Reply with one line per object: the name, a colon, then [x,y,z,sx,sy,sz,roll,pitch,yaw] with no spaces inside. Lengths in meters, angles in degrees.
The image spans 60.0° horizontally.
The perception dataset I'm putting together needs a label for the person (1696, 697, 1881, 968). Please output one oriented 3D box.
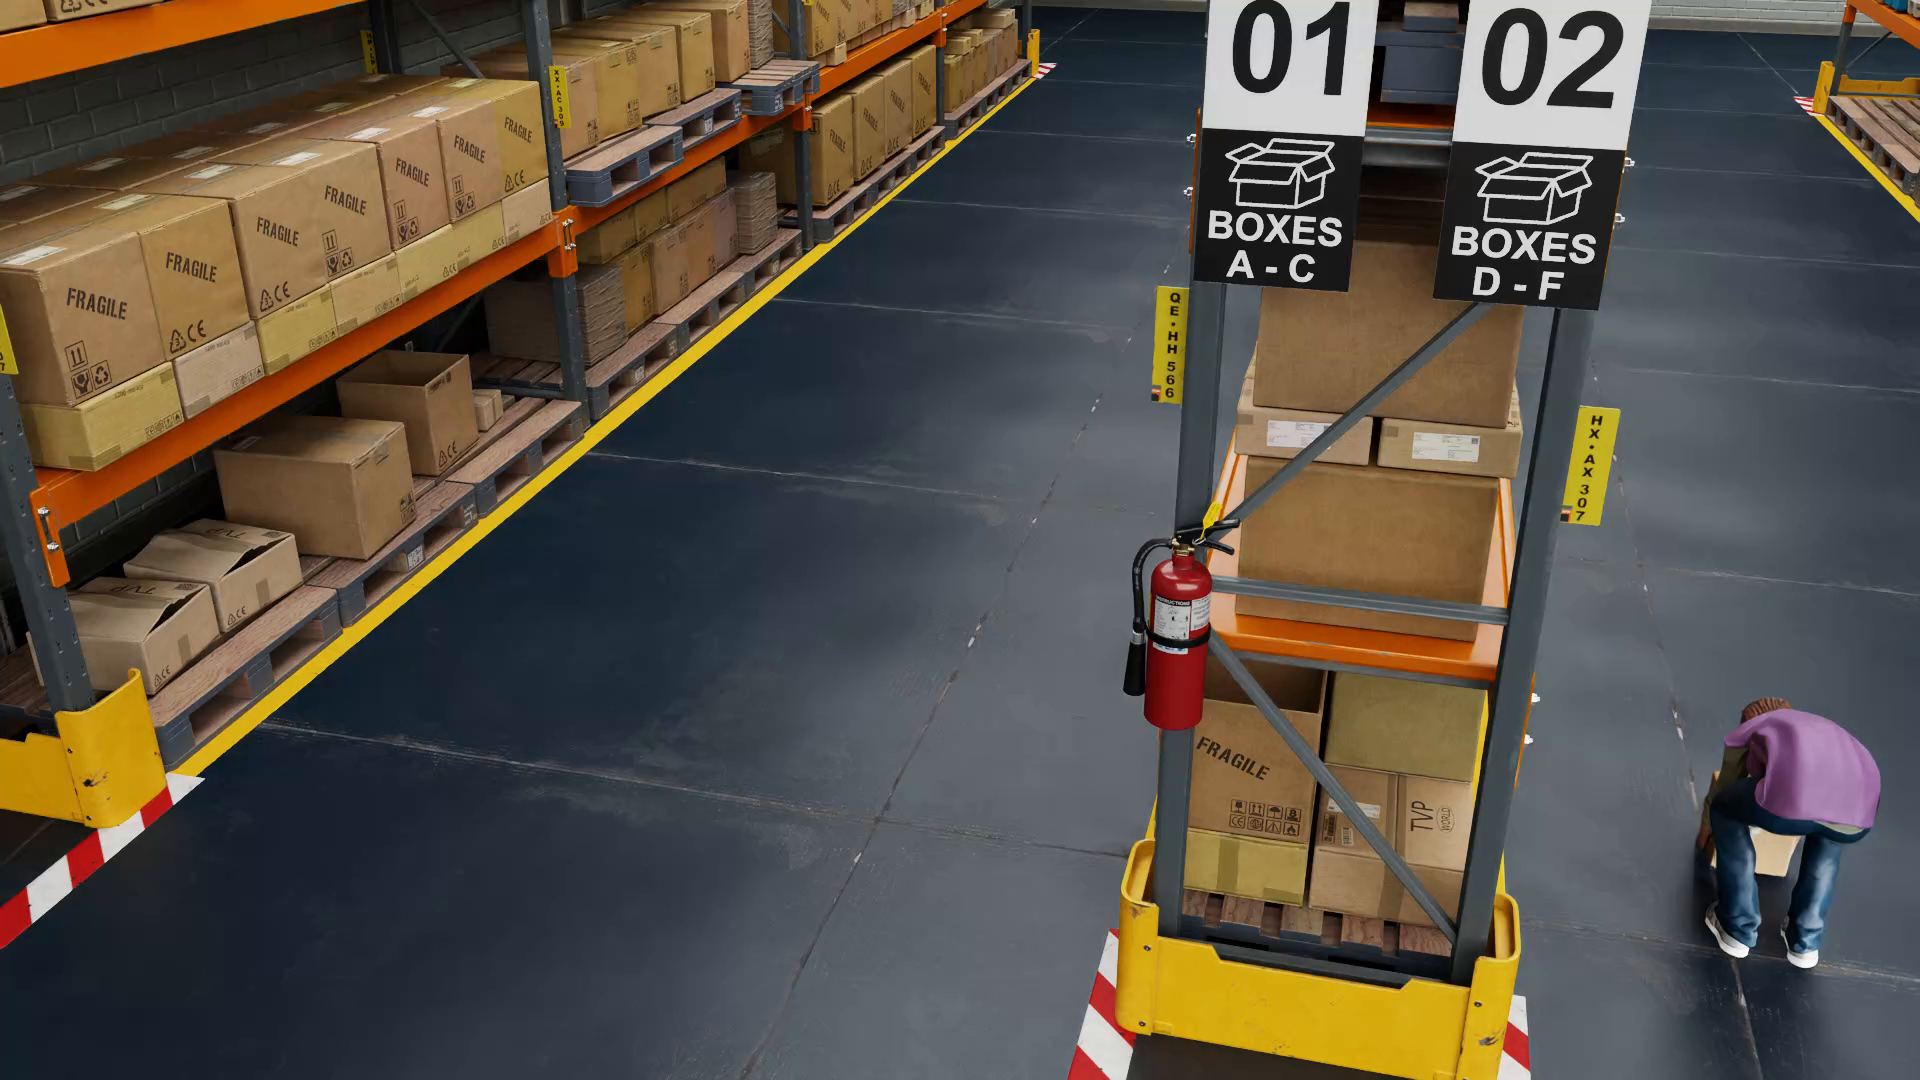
person: [2.740,0.914,5.570,0.427,0.860,0.853,5,26,10]
